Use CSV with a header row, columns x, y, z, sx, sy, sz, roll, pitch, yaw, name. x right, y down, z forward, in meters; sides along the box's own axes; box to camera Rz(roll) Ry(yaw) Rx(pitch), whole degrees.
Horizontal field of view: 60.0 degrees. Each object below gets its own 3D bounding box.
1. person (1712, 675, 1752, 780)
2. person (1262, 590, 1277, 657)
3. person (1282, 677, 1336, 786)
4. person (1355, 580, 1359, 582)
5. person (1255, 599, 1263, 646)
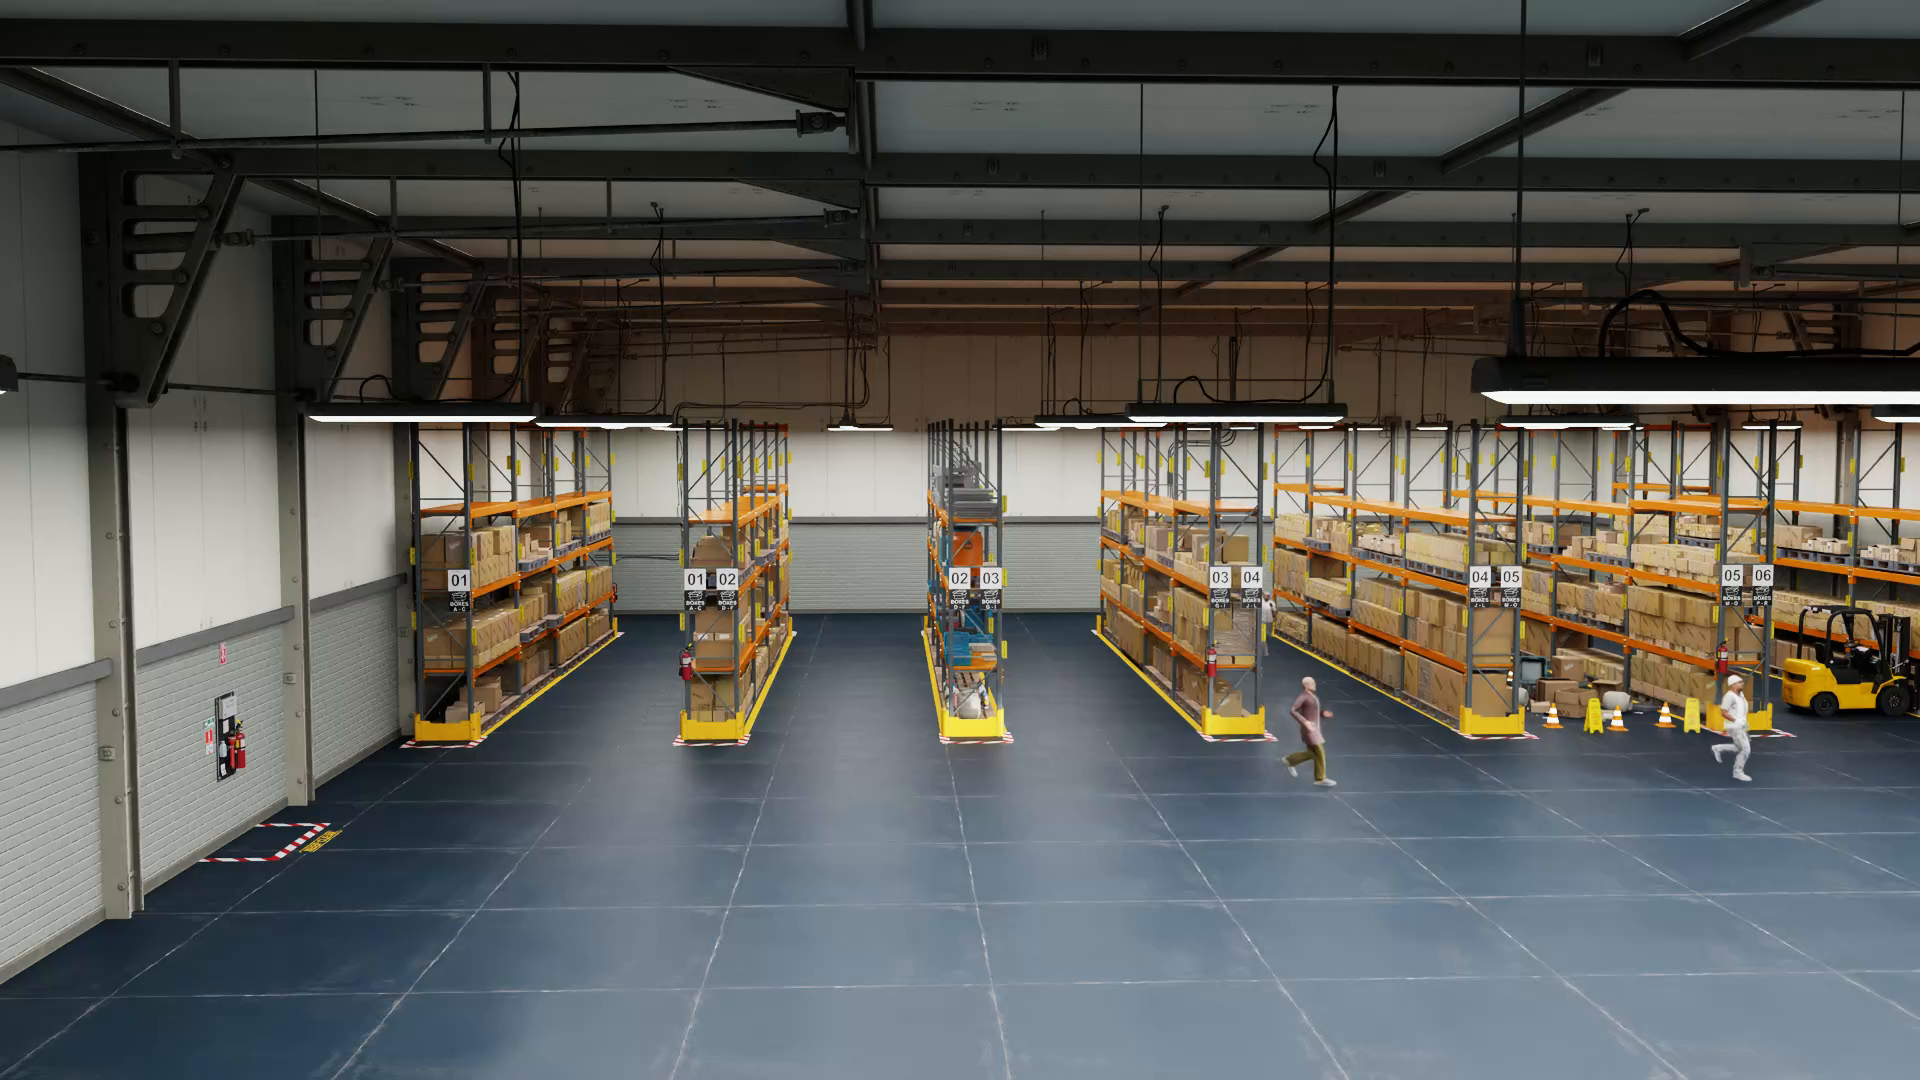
x,y,z,sx,sy,sz,roll,pitch,yaw,name
12.837,3.099,27.647,0.672,1.720,0.702,3,5,39,person
7.922,2.133,43.026,0.580,1.704,0.852,0,4,1,person
5.713,3.106,27.099,0.903,1.751,0.720,2,4,31,person
11.080,1.926,46.408,0.611,1.649,0.548,-1,4,-10,person
7.805,2.005,44.473,0.686,1.799,0.731,0,4,0,person
